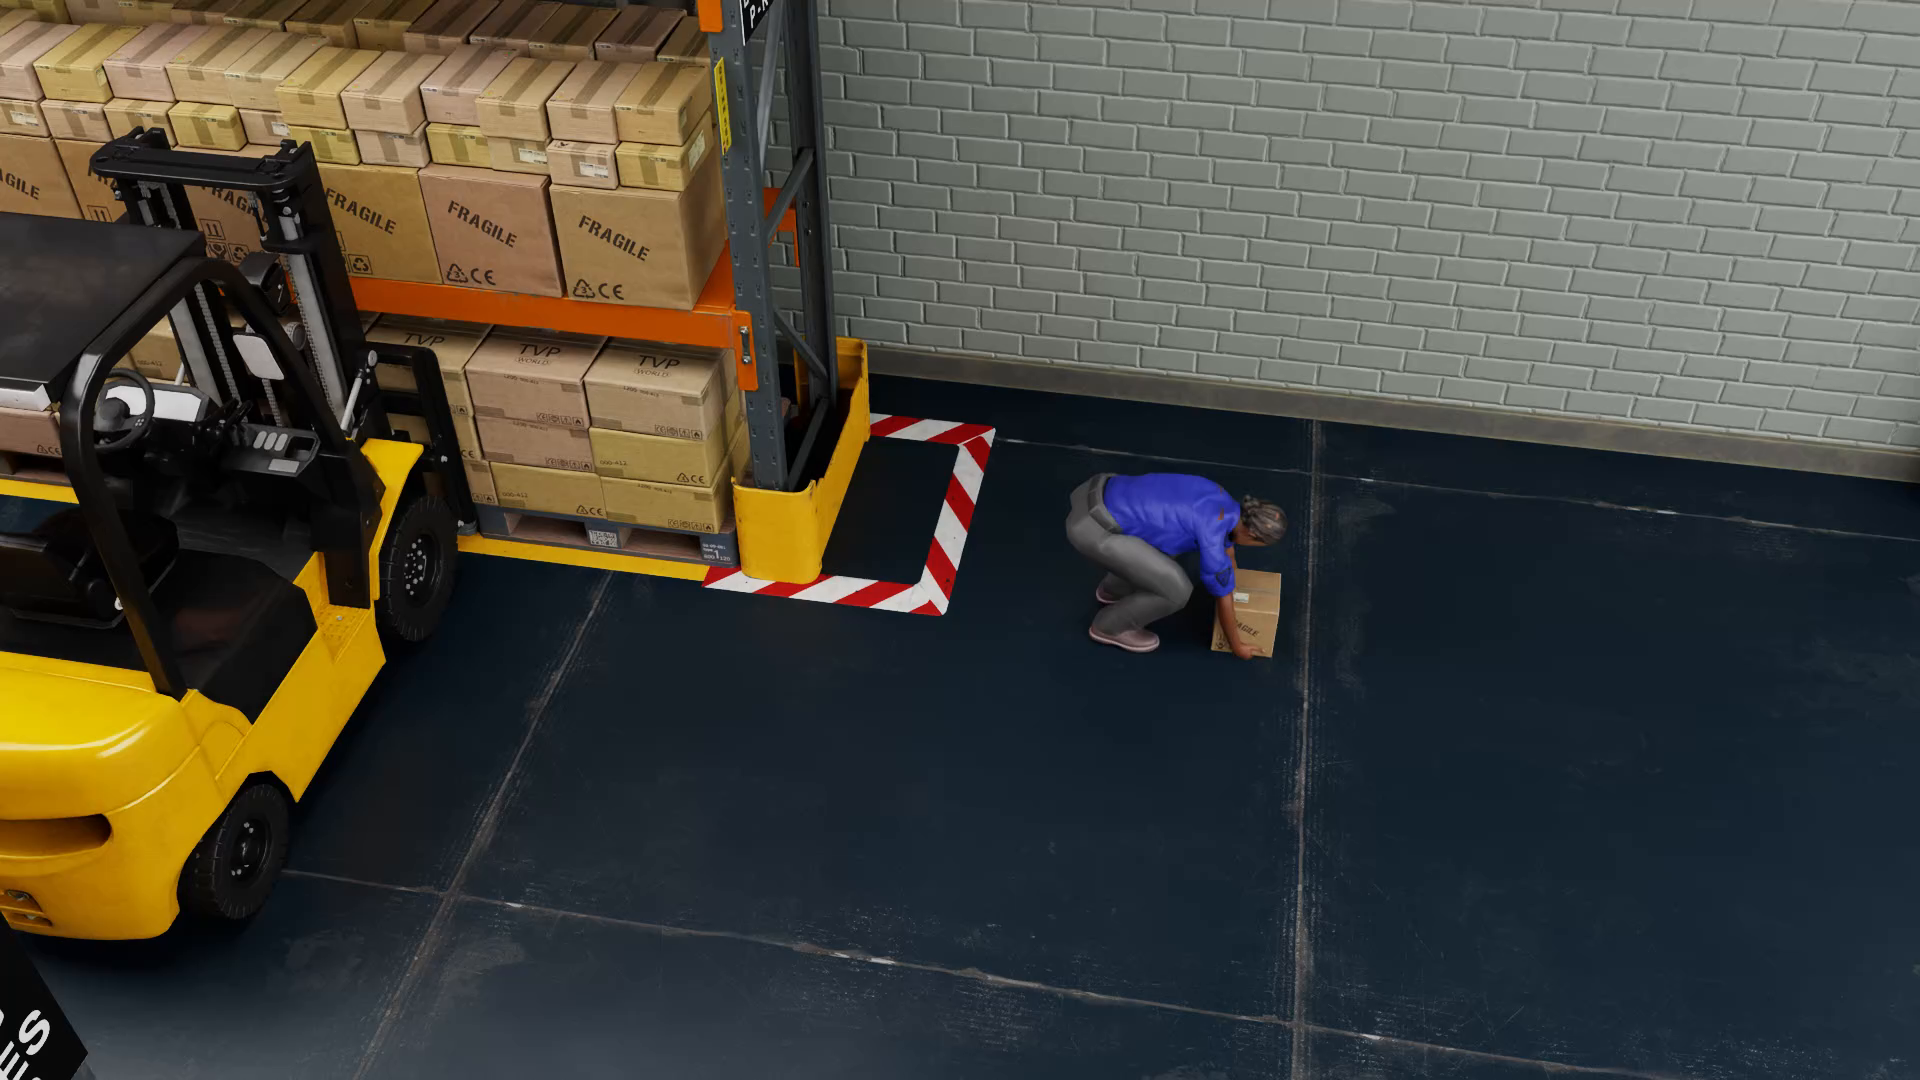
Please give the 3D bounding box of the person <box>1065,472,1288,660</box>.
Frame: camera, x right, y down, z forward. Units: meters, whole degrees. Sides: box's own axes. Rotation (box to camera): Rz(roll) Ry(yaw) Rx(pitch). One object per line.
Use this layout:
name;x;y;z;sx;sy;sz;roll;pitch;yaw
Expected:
person;0.863;0.080;6.779;0.873;0.775;0.468;5;41;6
